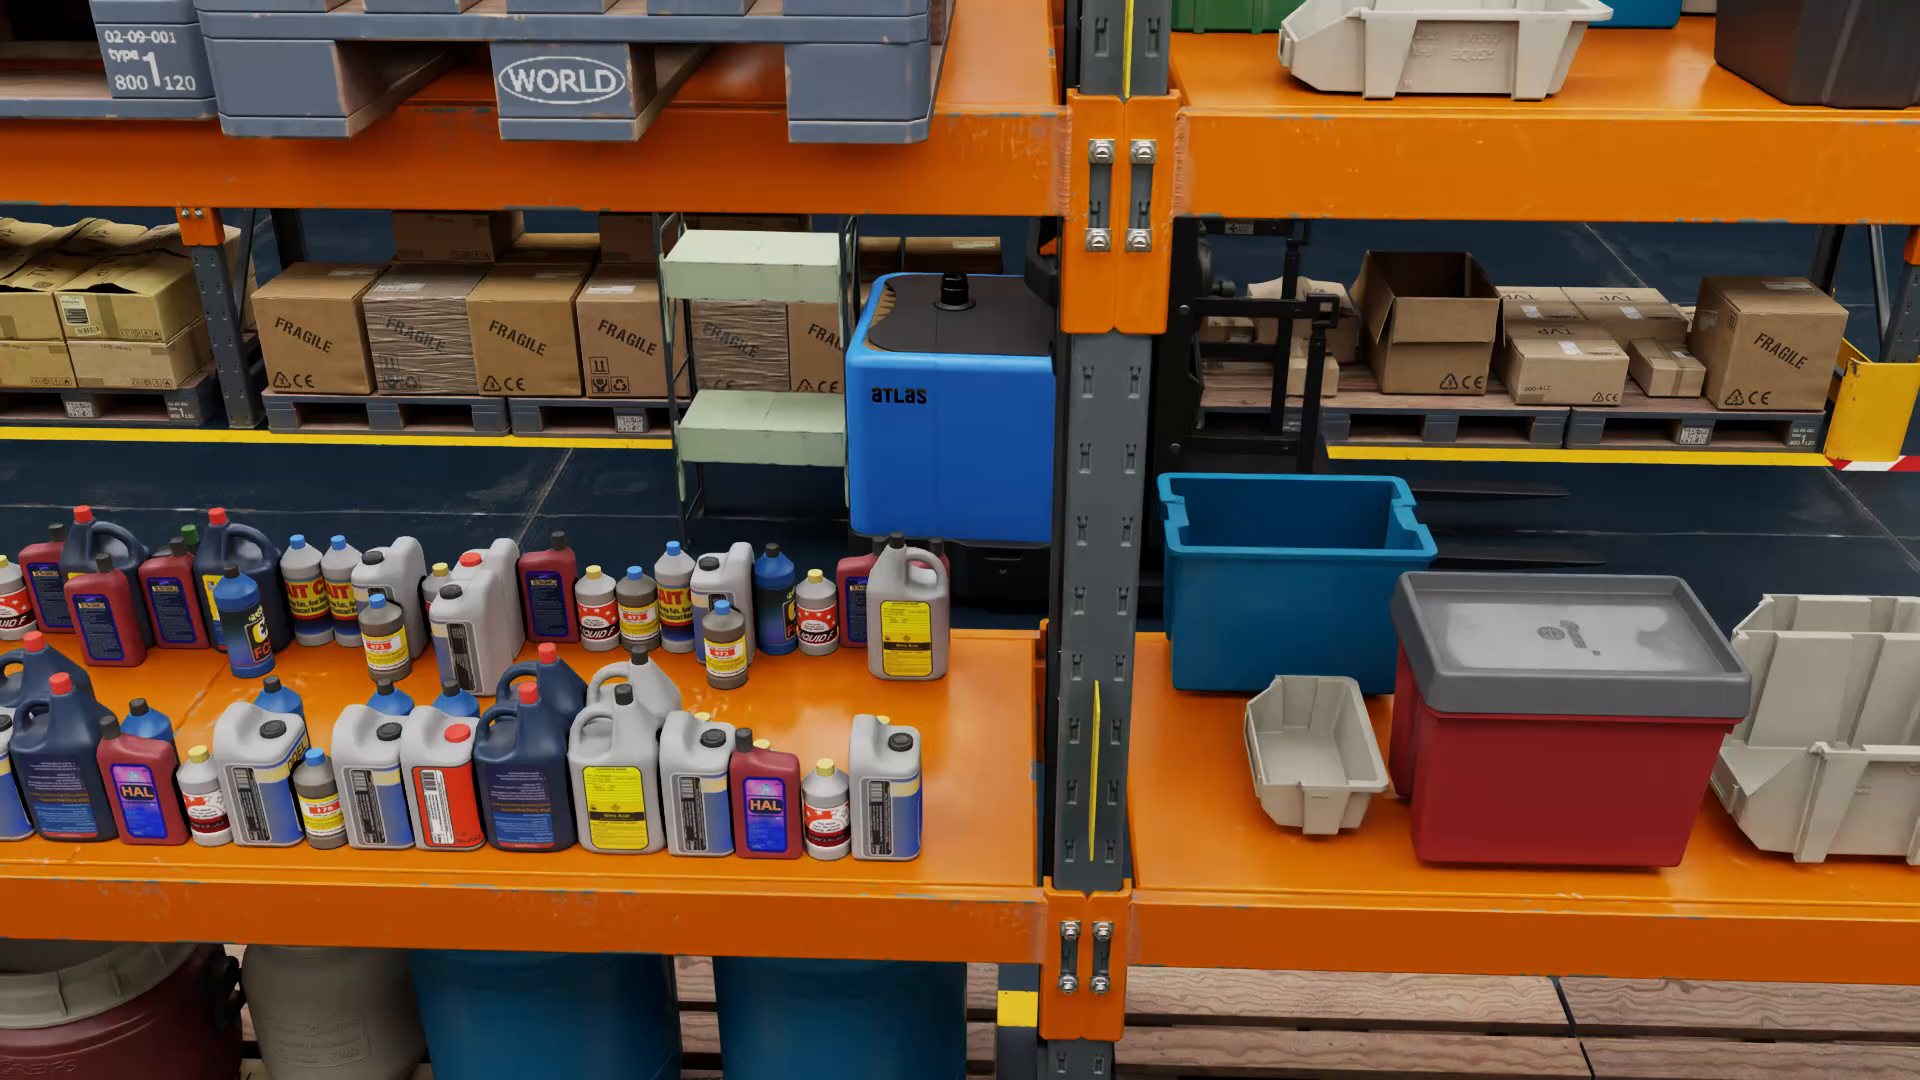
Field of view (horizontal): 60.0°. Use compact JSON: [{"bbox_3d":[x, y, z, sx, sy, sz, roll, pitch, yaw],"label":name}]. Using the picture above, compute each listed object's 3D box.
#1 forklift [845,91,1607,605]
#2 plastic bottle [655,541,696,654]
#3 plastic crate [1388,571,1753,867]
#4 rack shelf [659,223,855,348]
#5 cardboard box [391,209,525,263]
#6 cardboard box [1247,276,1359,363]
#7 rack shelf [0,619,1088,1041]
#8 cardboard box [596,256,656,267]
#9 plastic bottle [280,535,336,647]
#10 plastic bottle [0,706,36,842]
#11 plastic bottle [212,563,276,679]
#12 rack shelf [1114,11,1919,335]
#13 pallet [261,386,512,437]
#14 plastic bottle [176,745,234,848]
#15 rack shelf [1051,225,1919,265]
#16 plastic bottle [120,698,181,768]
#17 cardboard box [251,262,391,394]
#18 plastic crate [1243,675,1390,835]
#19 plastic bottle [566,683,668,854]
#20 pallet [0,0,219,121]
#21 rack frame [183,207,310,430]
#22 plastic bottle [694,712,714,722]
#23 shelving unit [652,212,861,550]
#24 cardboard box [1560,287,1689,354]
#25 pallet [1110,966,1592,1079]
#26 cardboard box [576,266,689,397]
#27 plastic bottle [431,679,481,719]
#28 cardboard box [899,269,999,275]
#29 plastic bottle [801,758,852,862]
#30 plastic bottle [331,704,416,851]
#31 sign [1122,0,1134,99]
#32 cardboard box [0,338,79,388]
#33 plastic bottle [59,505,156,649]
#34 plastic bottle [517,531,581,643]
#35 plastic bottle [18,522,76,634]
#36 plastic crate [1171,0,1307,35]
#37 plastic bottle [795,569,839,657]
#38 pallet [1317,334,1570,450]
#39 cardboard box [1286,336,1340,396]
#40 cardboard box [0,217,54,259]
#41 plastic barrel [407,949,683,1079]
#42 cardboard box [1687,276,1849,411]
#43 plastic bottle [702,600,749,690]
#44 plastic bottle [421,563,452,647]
[{"bbox_3d":[1.091,-1.222,6.426,3.031,2.935,1.130,2,28,4],"label":"forklift"},{"bbox_3d":[-0.669,0.129,3.941,0.097,0.271,0.097,0,28,0],"label":"plastic bottle"},{"bbox_3d":[1.144,0.356,3.243,0.583,0.464,0.402,1,28,2],"label":"plastic crate"},{"bbox_3d":[-0.809,-1.043,6.782,0.720,0.370,0.431,2,28,4],"label":"rack shelf"},{"bbox_3d":[-2.559,-1.622,8.506,0.500,0.250,0.500,2,28,4],"label":"cardboard box"},{"bbox_3d":[1.768,-1.157,8.631,0.500,0.311,0.500,1,28,2],"label":"cardboard box"},{"bbox_3d":[-1.738,0.564,3.752,4.000,0.370,1.077,1,28,2],"label":"rack shelf"},{"bbox_3d":[-1.573,-1.275,8.653,0.500,0.500,0.500,0,28,0],"label":"cardboard box"},{"bbox_3d":[-1.558,0.114,3.969,0.097,0.271,0.097,0,28,0],"label":"plastic bottle"},{"bbox_3d":[-1.930,0.449,3.333,0.135,0.276,0.152,1,28,2],"label":"plastic bottle"},{"bbox_3d":[-1.660,0.180,3.845,0.097,0.271,0.097,0,28,0],"label":"plastic bottle"},{"bbox_3d":[2.260,-0.695,2.925,4.000,0.370,1.077,1,28,2],"label":"rack shelf"},{"bbox_3d":[-2.813,-0.843,8.616,1.213,0.211,1.003,1,28,2],"label":"pallet"},{"bbox_3d":[-1.497,0.502,3.312,0.097,0.201,0.097,0,28,0],"label":"plastic bottle"},{"bbox_3d":[2.438,-1.689,8.001,4.000,0.370,1.077,1,28,2],"label":"rack shelf"},{"bbox_3d":[-1.628,0.440,3.354,0.097,0.271,0.097,0,28,0],"label":"plastic bottle"},{"bbox_3d":[-3.113,-1.054,8.235,0.500,0.500,0.500,2,28,4],"label":"cardboard box"},{"bbox_3d":[0.721,0.444,3.428,0.243,0.136,0.396,1,28,2],"label":"plastic crate"},{"bbox_3d":[-0.669,0.439,3.272,0.185,0.351,0.144,1,28,2],"label":"plastic bottle"},{"bbox_3d":[-1.660,-0.947,2.834,1.213,0.211,1.003,1,28,2],"label":"pallet"},{"bbox_3d":[-3.558,-2.106,8.019,0.127,3.000,1.000,1,28,2],"label":"rack frame"},{"bbox_3d":[-0.524,0.447,3.416,0.097,0.201,0.097,0,28,0],"label":"plastic bottle"},{"bbox_3d":[-0.809,-0.698,6.965,0.755,1.500,0.431,2,28,4],"label":"shelving unit"},{"bbox_3d":[3.404,-1.103,8.594,0.500,0.250,0.500,1,28,2],"label":"cardboard box"},{"bbox_3d":[0.997,1.505,4.185,1.213,0.211,1.003,1,28,2],"label":"pallet"},{"bbox_3d":[-1.567,-1.031,8.192,0.500,0.500,0.500,0,28,0],"label":"cardboard box"},{"bbox_3d":[-1.028,0.408,3.416,0.097,0.271,0.097,0,28,0],"label":"plastic bottle"},{"bbox_3d":[-0.064,-1.003,8.139,0.500,0.500,0.500,1,28,2],"label":"cardboard box"},{"bbox_3d":[-0.261,0.523,3.274,0.097,0.201,0.097,0,28,0],"label":"plastic bottle"},{"bbox_3d":[-1.148,0.462,3.308,0.135,0.276,0.152,1,28,2],"label":"plastic bottle"},{"bbox_3d":[0.239,-0.793,2.331,0.005,0.325,0.100,1,28,2],"label":"sign"},{"bbox_3d":[-4.608,-0.978,8.379,0.500,0.250,0.500,1,28,1],"label":"cardboard box"},{"bbox_3d":[-2.018,0.083,3.944,0.185,0.351,0.144,1,28,2],"label":"plastic bottle"},{"bbox_3d":[-0.978,0.110,3.964,0.133,0.283,0.061,1,28,2],"label":"plastic bottle"},{"bbox_3d":[-2.175,0.090,4.001,0.133,0.283,0.061,1,28,2],"label":"plastic bottle"},{"bbox_3d":[0.695,-1.087,3.122,0.662,0.188,0.450,1,28,2],"label":"plastic crate"},{"bbox_3d":[-0.340,0.166,3.947,0.097,0.201,0.097,0,28,0],"label":"plastic bottle"},{"bbox_3d":[2.348,-0.777,8.490,1.213,0.211,1.003,1,28,2],"label":"pallet"},{"bbox_3d":[1.716,-0.864,8.233,0.250,0.166,0.380,1,28,2],"label":"cardboard box"},{"bbox_3d":[-5.106,-1.484,8.736,0.500,0.311,0.500,0,28,0],"label":"cardboard box"},{"bbox_3d":[-0.990,0.992,3.968,0.708,0.901,0.600,1,28,2],"label":"plastic barrel"},{"bbox_3d":[3.885,-0.957,8.052,0.500,0.500,0.500,1,28,2],"label":"cardboard box"},{"bbox_3d":[-0.540,0.233,3.819,0.097,0.201,0.097,0,28,0],"label":"plastic bottle"},{"bbox_3d":[-1.229,0.151,3.975,0.097,0.201,0.097,0,28,0],"label":"plastic bottle"}]
